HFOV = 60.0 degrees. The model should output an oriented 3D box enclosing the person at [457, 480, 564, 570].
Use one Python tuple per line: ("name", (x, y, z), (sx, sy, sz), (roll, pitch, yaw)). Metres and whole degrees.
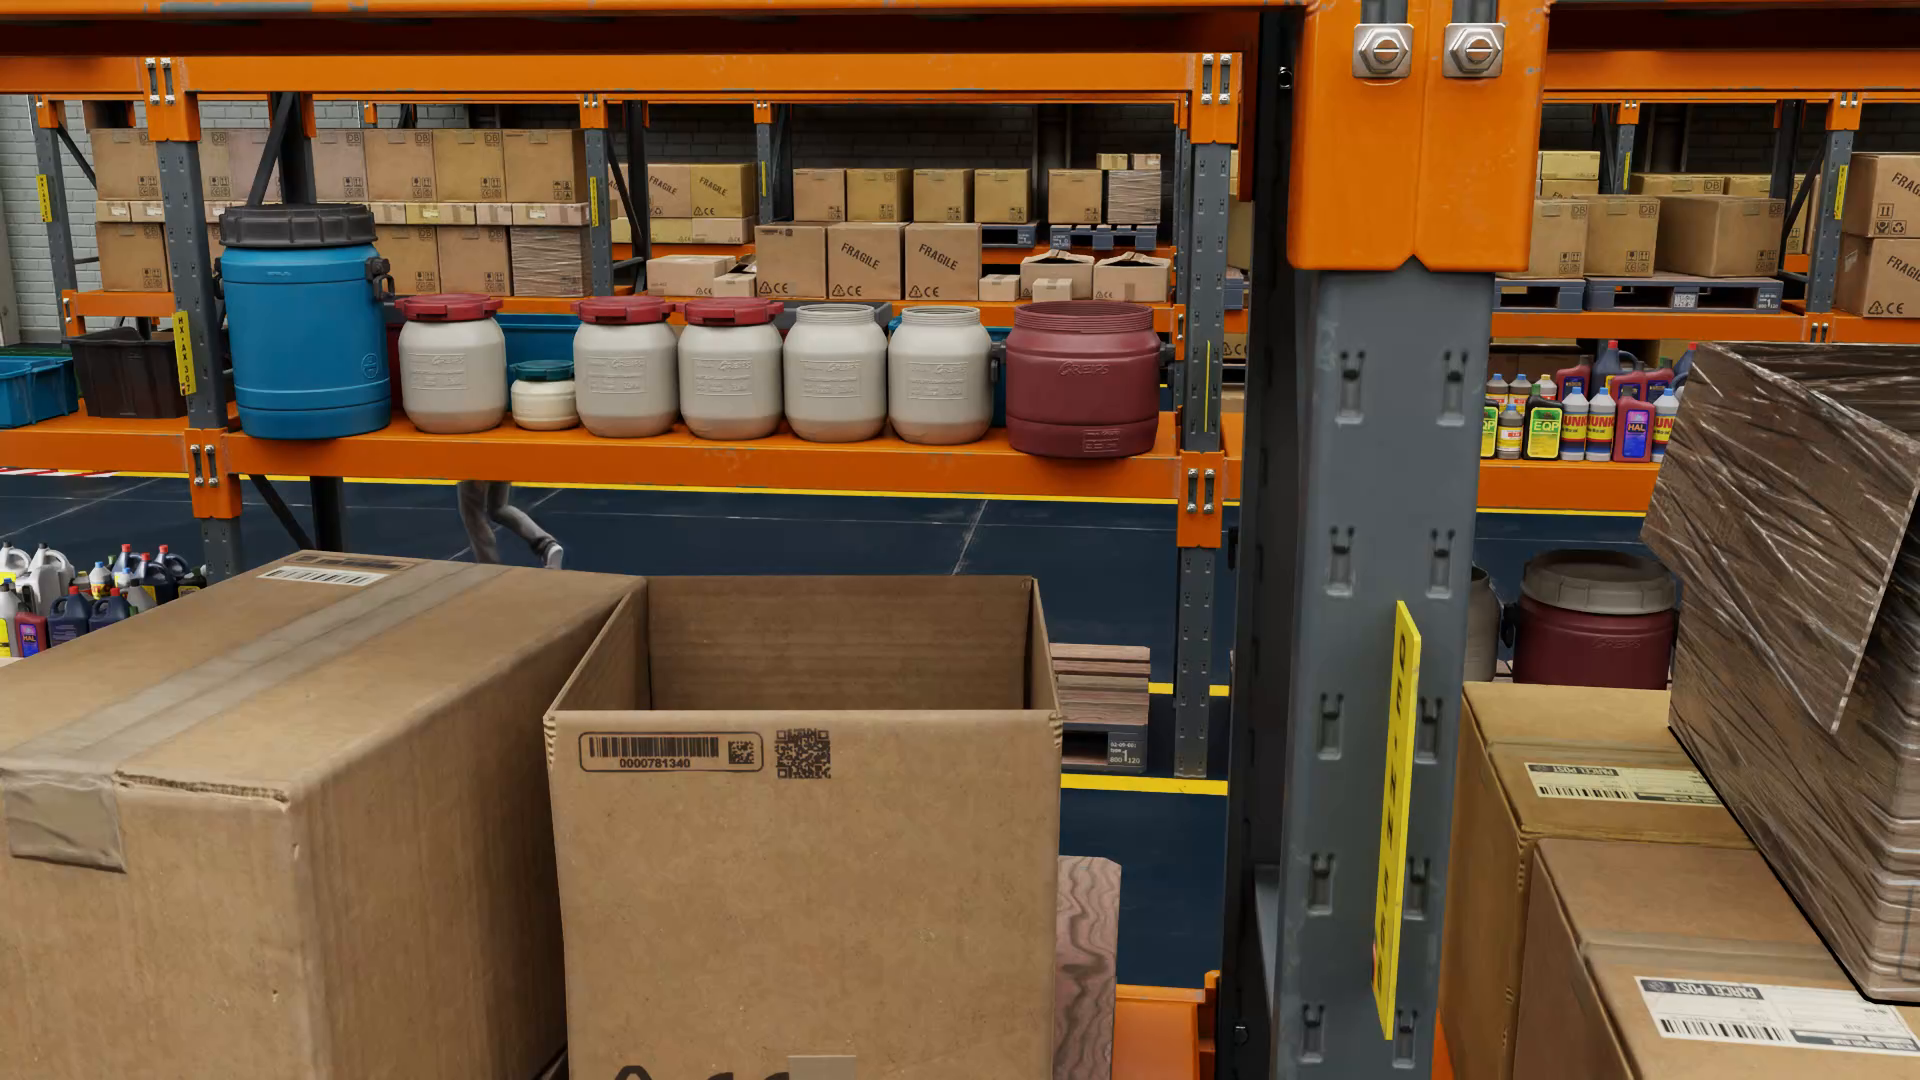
("person", (-2.424, -0.437, 8.719), (0.614, 1.583, 0.410), (6, 16, 23))
